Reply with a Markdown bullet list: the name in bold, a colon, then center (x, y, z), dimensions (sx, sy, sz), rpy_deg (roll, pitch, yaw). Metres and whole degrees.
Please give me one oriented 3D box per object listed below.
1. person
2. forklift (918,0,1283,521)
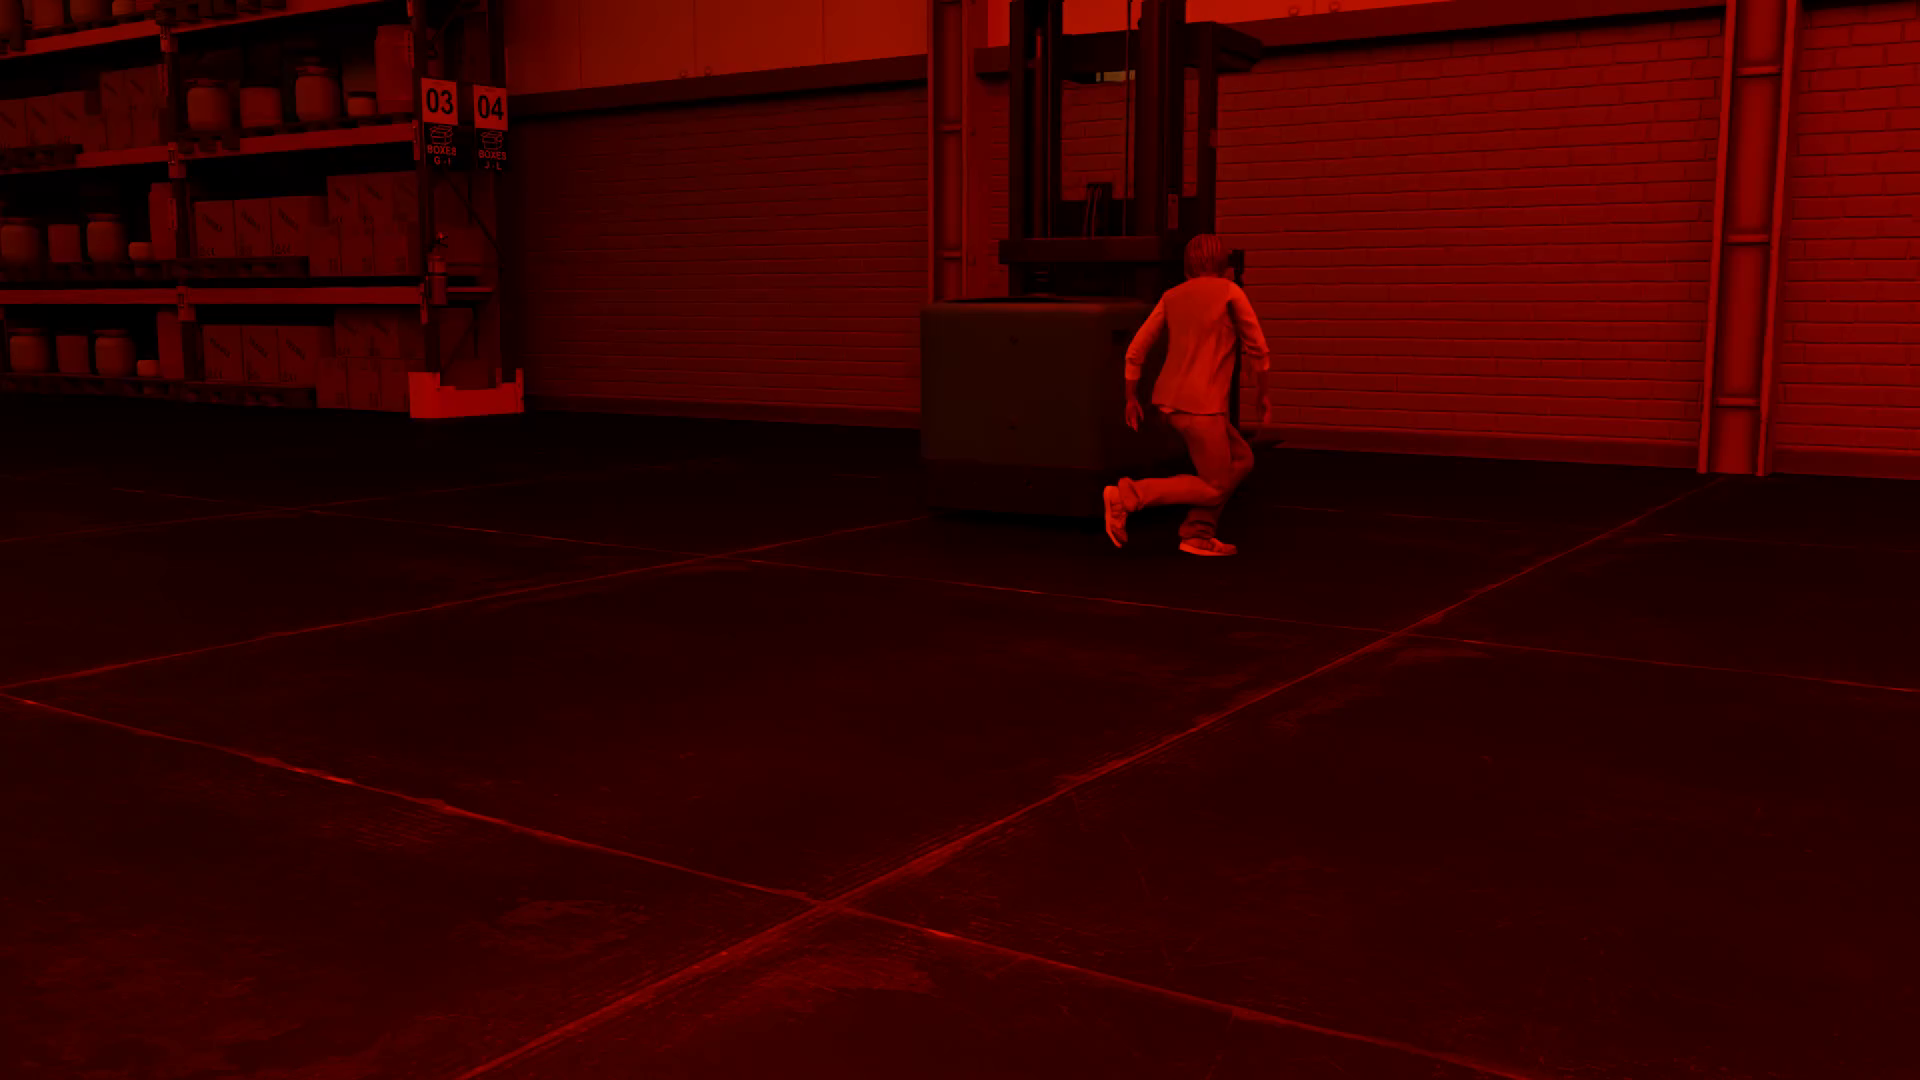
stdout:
- **person**: center (0.946, -0.600, 7.091), dimensions (0.746, 1.376, 0.541), rpy_deg (-4, 9, -23)
- **forklift**: center (0.968, -1.697, 9.130), dimensions (1.130, 2.935, 3.031), rpy_deg (5, 9, 30)
